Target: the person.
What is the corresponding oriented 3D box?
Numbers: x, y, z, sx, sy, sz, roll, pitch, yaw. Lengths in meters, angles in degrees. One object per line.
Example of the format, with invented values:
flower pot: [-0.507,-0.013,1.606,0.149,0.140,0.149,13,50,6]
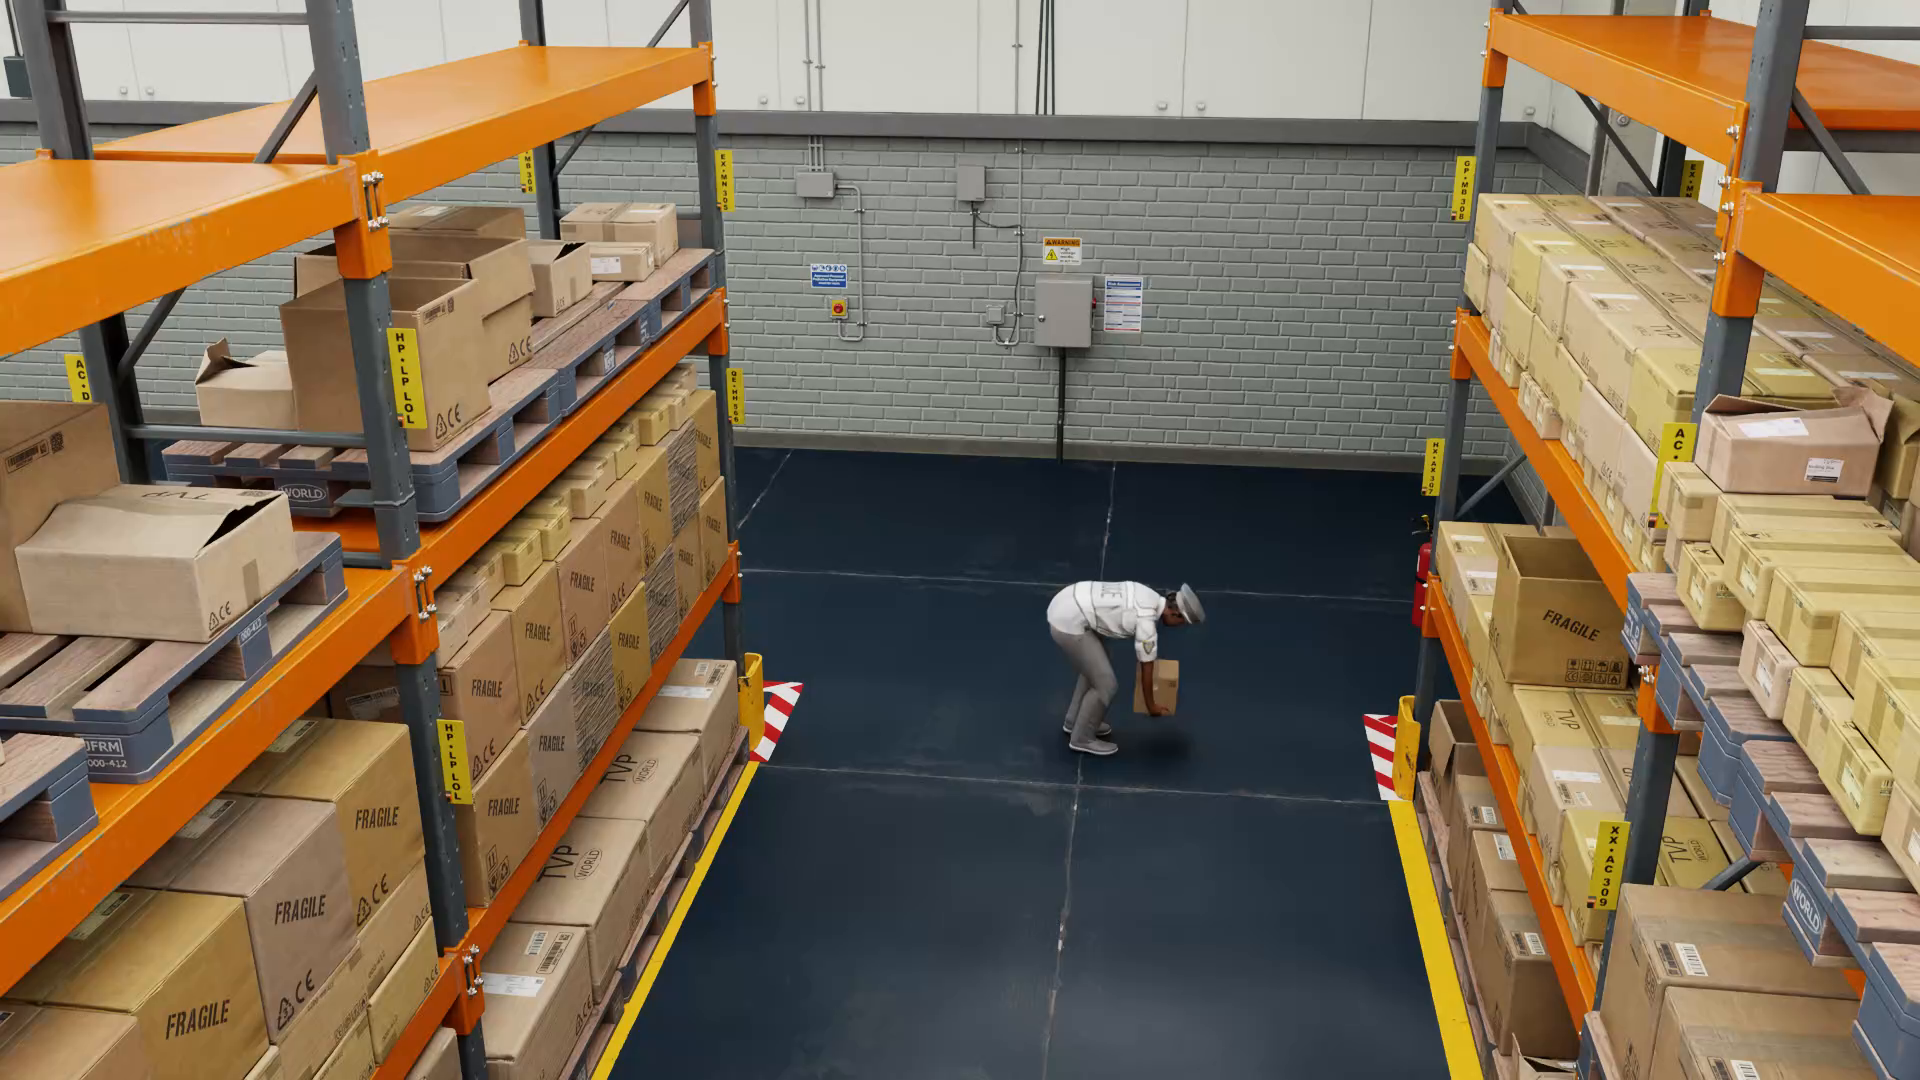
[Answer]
person: [0.988,0.753,9.987,0.942,1.062,0.422,2,21,4]
